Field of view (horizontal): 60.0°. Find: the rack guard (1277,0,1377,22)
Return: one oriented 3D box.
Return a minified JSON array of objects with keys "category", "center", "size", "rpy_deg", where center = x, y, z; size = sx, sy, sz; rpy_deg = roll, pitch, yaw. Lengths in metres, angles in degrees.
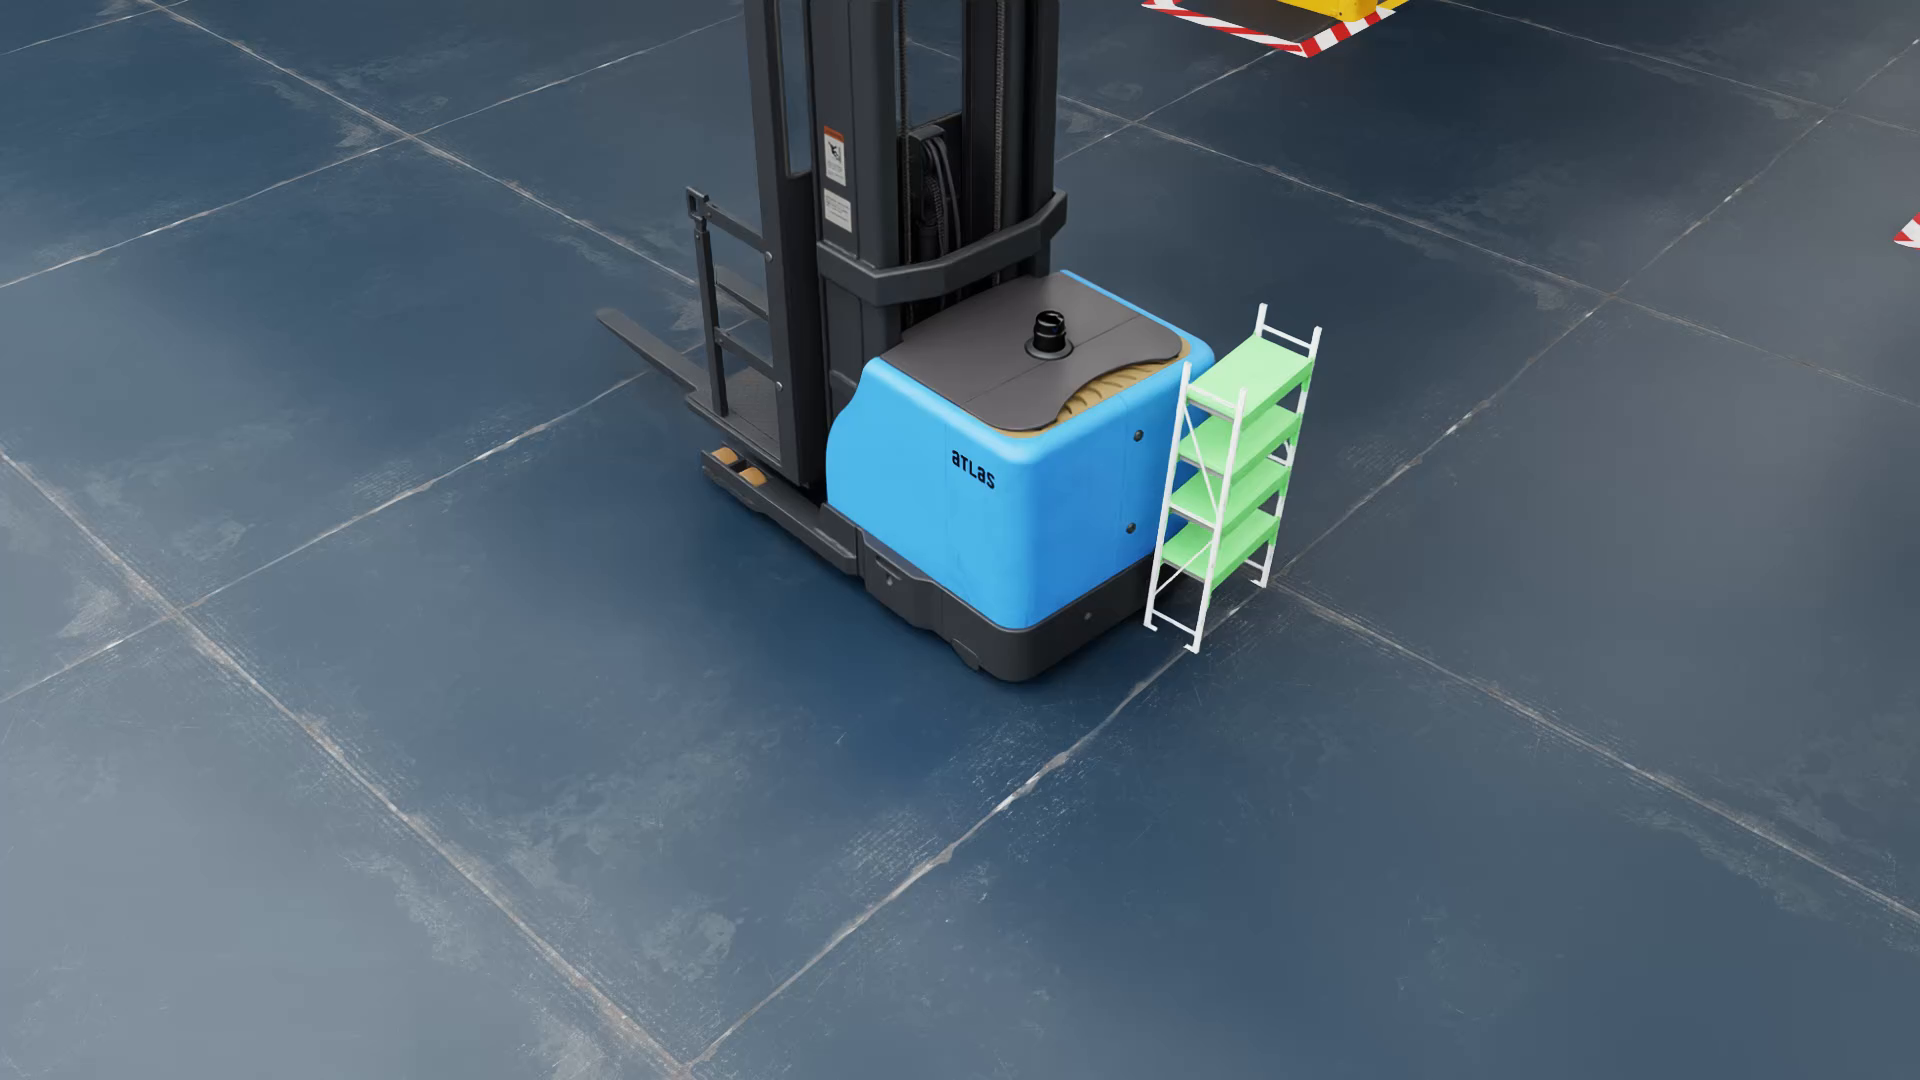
[{"category":"rack guard","center":[2.296,-3.959,11.327],"size":[1.175,0.500,0.348],"rpy_deg":[30,47,32]}]

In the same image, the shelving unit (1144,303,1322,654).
[{"category":"shelving unit","center":[0.974,-0.203,6.031],"size":[0.258,1.200,0.503],"rpy_deg":[29,47,27]}]

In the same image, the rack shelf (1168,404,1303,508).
[{"category":"rack shelf","center":[0.981,-0.337,5.917],"size":[0.258,0.148,0.480],"rpy_deg":[29,47,27]}]

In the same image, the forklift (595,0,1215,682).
[{"category":"forklift","center":[-0.436,-1.470,6.244],"size":[1.130,2.935,3.031],"rpy_deg":[-29,47,-32]}]

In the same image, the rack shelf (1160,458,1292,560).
[{"category":"rack shelf","center":[0.971,-0.155,6.072],"size":[0.258,0.148,0.480],"rpy_deg":[29,47,27]}]

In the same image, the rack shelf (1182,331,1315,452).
[{"category":"rack shelf","center":[0.991,-0.520,5.761],"size":[0.258,0.148,0.480],"rpy_deg":[29,47,27]}]

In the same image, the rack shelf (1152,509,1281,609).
[{"category":"rack shelf","center":[0.962,0.028,6.228],"size":[0.258,0.148,0.480],"rpy_deg":[29,47,27]}]

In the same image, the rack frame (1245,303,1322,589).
[{"category":"rack frame","center":[1.127,-0.322,6.179],"size":[0.240,1.200,0.015],"rpy_deg":[29,47,27]}]

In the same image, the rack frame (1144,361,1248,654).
[{"category":"rack frame","center":[0.821,-0.085,5.882],"size":[0.240,1.200,0.015],"rpy_deg":[29,47,27]}]

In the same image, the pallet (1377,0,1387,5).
[{"category":"pallet","center":[2.871,-4.205,11.868],"size":[1.003,0.211,1.213],"rpy_deg":[30,47,32]}]
